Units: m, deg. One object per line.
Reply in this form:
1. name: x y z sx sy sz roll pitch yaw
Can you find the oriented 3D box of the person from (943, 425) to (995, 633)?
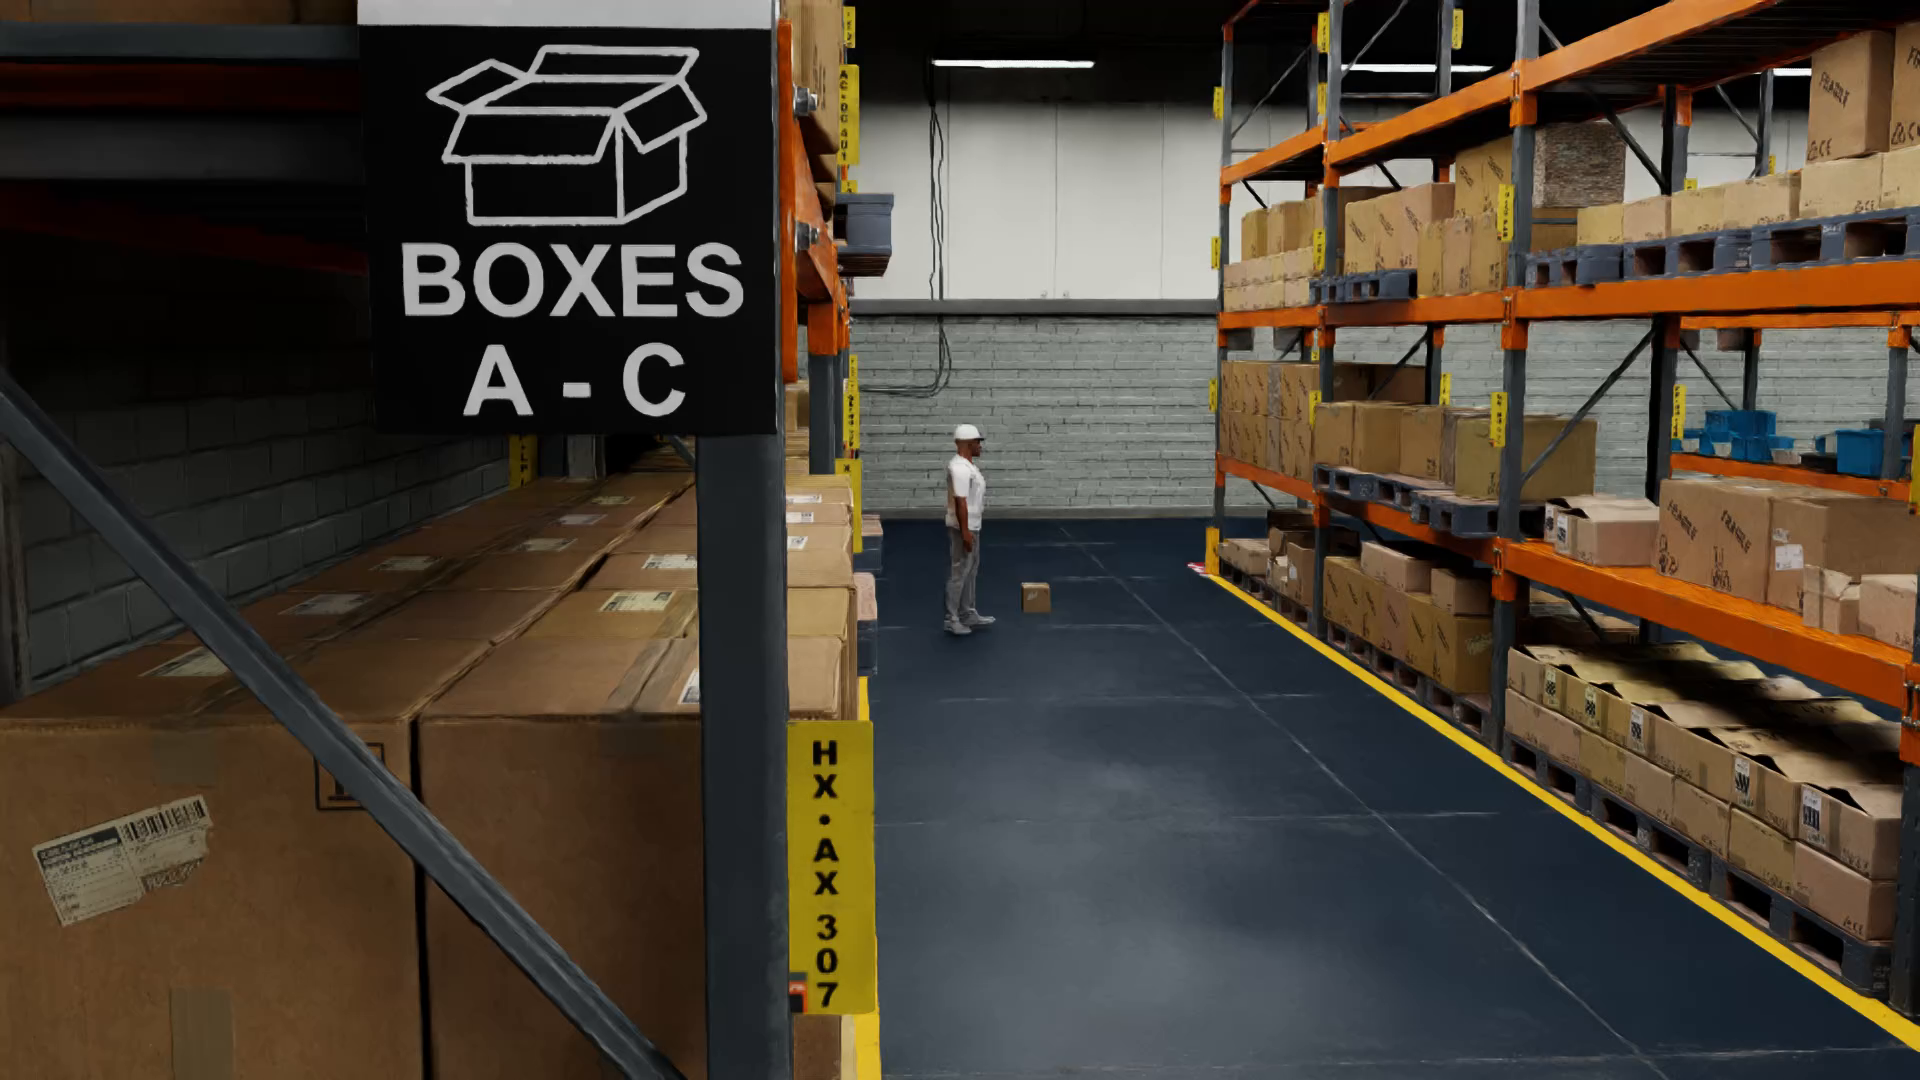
1. person: 0.075 -0.111 14.316 0.434 1.767 0.640 1 7 6
